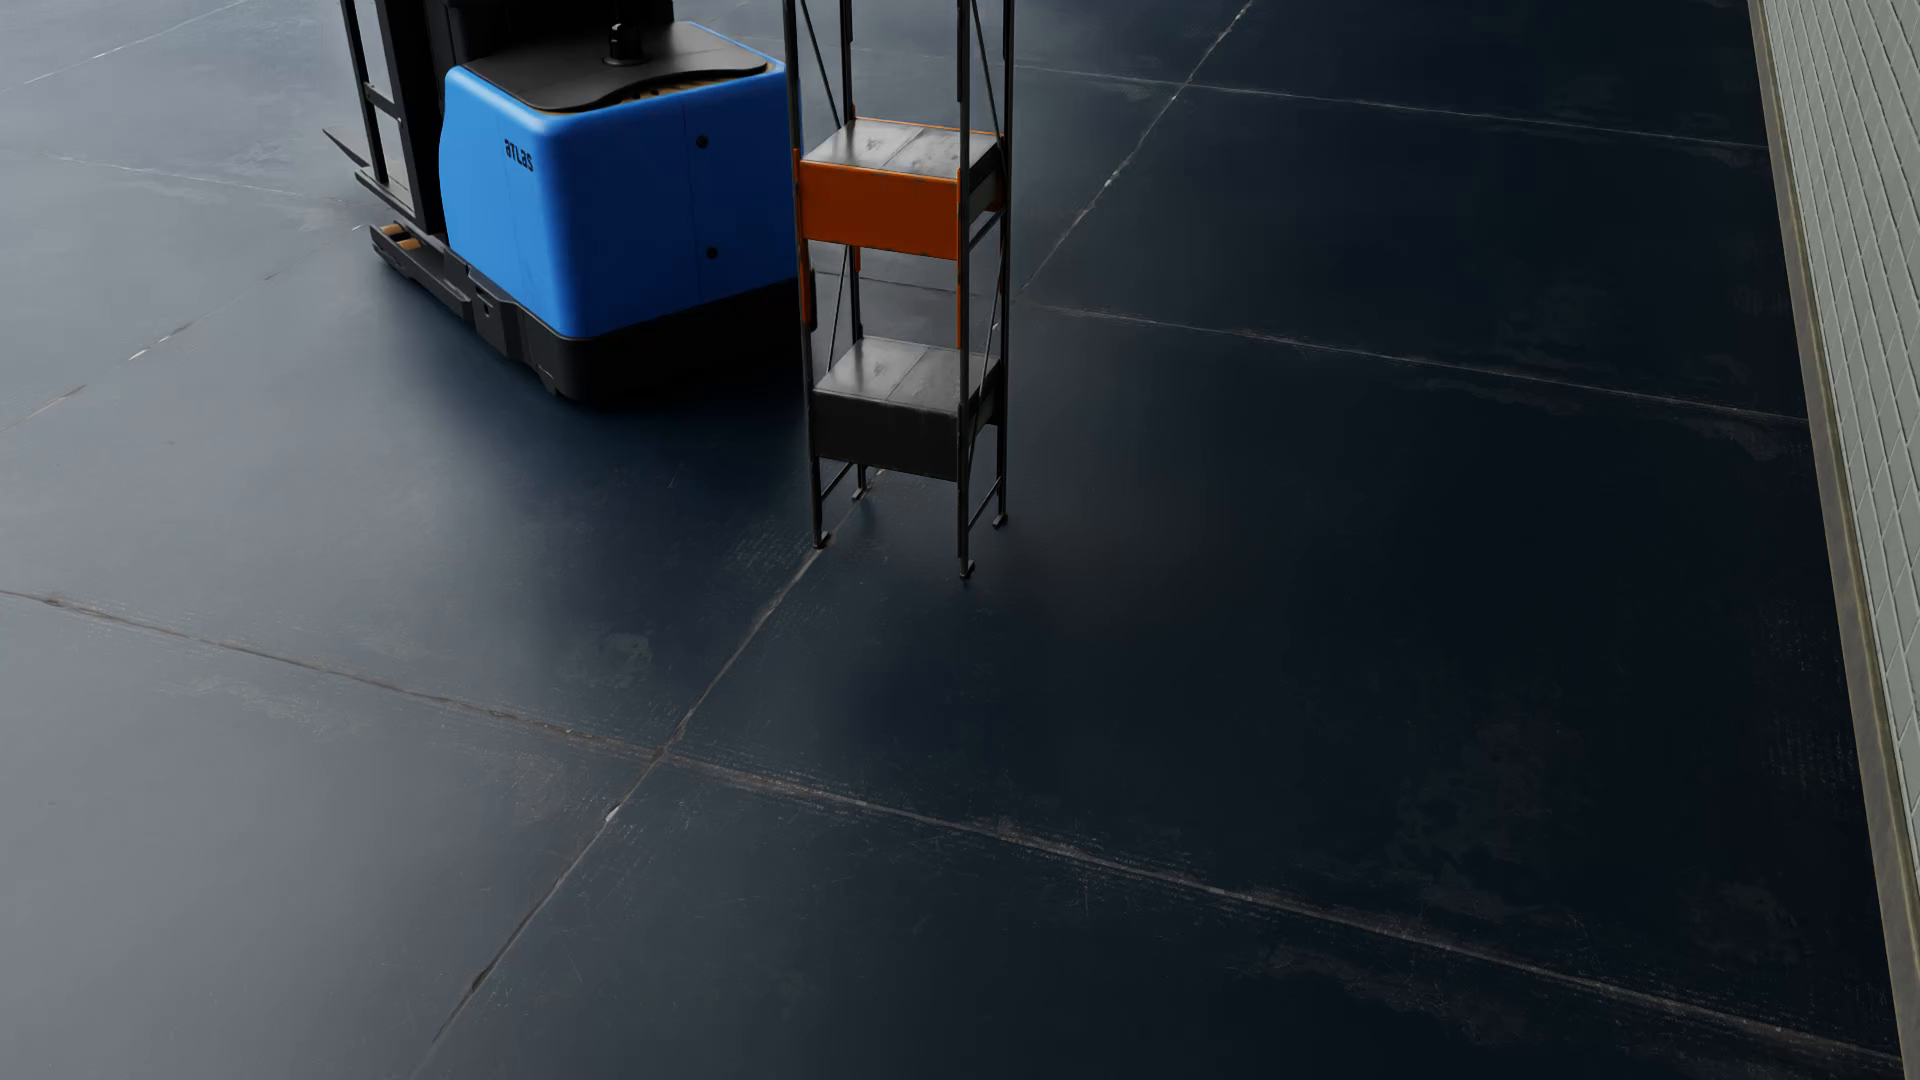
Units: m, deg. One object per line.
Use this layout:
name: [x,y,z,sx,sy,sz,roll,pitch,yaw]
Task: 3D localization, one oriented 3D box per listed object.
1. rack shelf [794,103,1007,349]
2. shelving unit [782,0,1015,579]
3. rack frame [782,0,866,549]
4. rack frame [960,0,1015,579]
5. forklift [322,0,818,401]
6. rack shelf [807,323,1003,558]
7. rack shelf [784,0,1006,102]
rack shelf: [-0.156,-0.901,4.735,0.480,0.518,0.431,11,34,16]
shelving unit: [-0.156,-0.912,4.727,0.503,2.100,0.431,11,34,16]
rack frame: [-0.386,-0.957,4.797,0.015,2.100,0.400,11,34,16]
rack frame: [0.074,-0.868,4.658,0.015,2.100,0.400,11,34,16]
forklift: [-1.839,-2.463,6.363,1.130,2.935,3.031,-22,39,-31]
rack shelf: [-0.156,-0.313,5.114,0.480,0.518,0.431,11,34,16]
rack shelf: [-0.156,-1.489,4.355,0.480,0.518,0.431,11,34,16]
